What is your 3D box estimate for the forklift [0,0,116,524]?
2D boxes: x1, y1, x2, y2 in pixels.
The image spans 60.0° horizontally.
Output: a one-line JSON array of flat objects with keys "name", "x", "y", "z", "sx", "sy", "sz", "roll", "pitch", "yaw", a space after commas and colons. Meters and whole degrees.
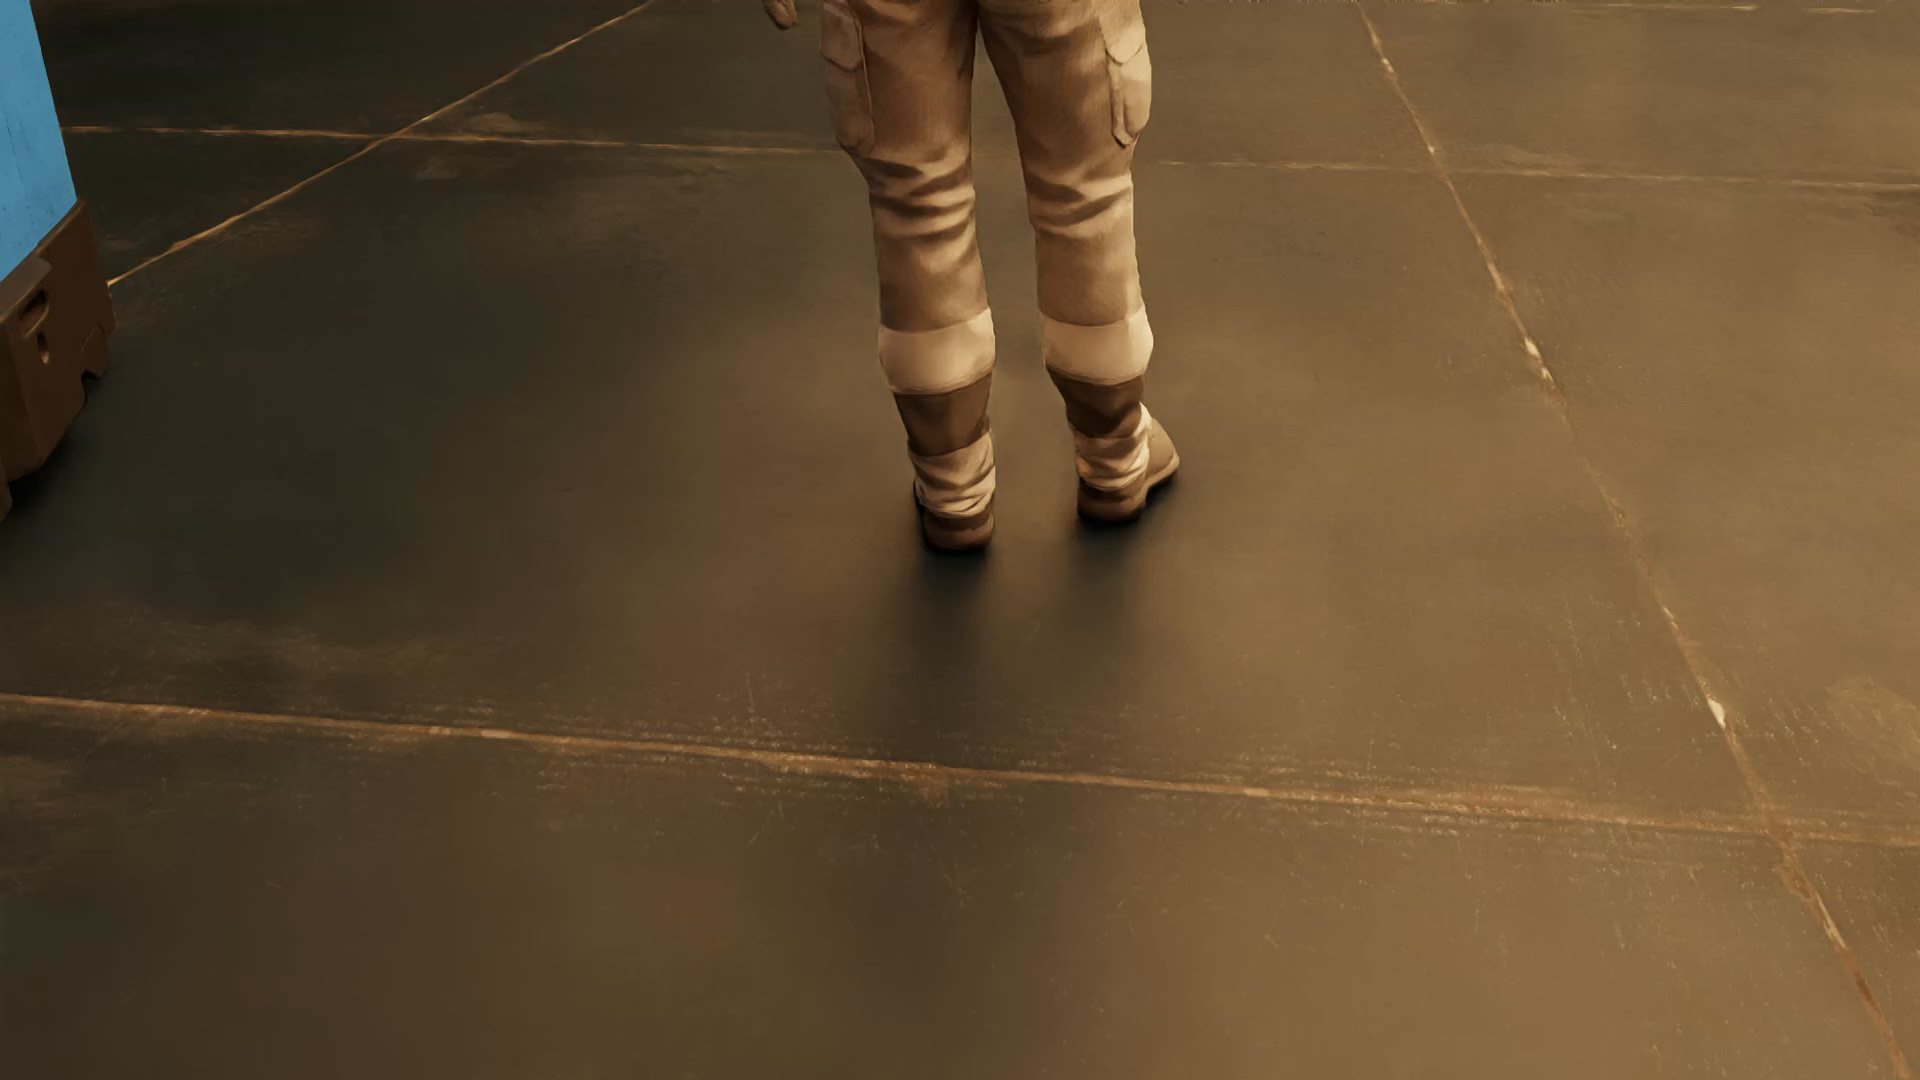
[{"name": "forklift", "x": -1.805, "y": -0.981, "z": 1.183, "sx": 1.130, "sy": 2.935, "sz": 3.031, "roll": -6, "pitch": 27, "yaw": -11}]

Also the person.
[{"name": "person", "x": 0.012, "y": -0.834, "z": 2.093, "sx": 0.637, "sy": 1.736, "sz": 0.423, "roll": 3, "pitch": 27, "yaw": 7}]
